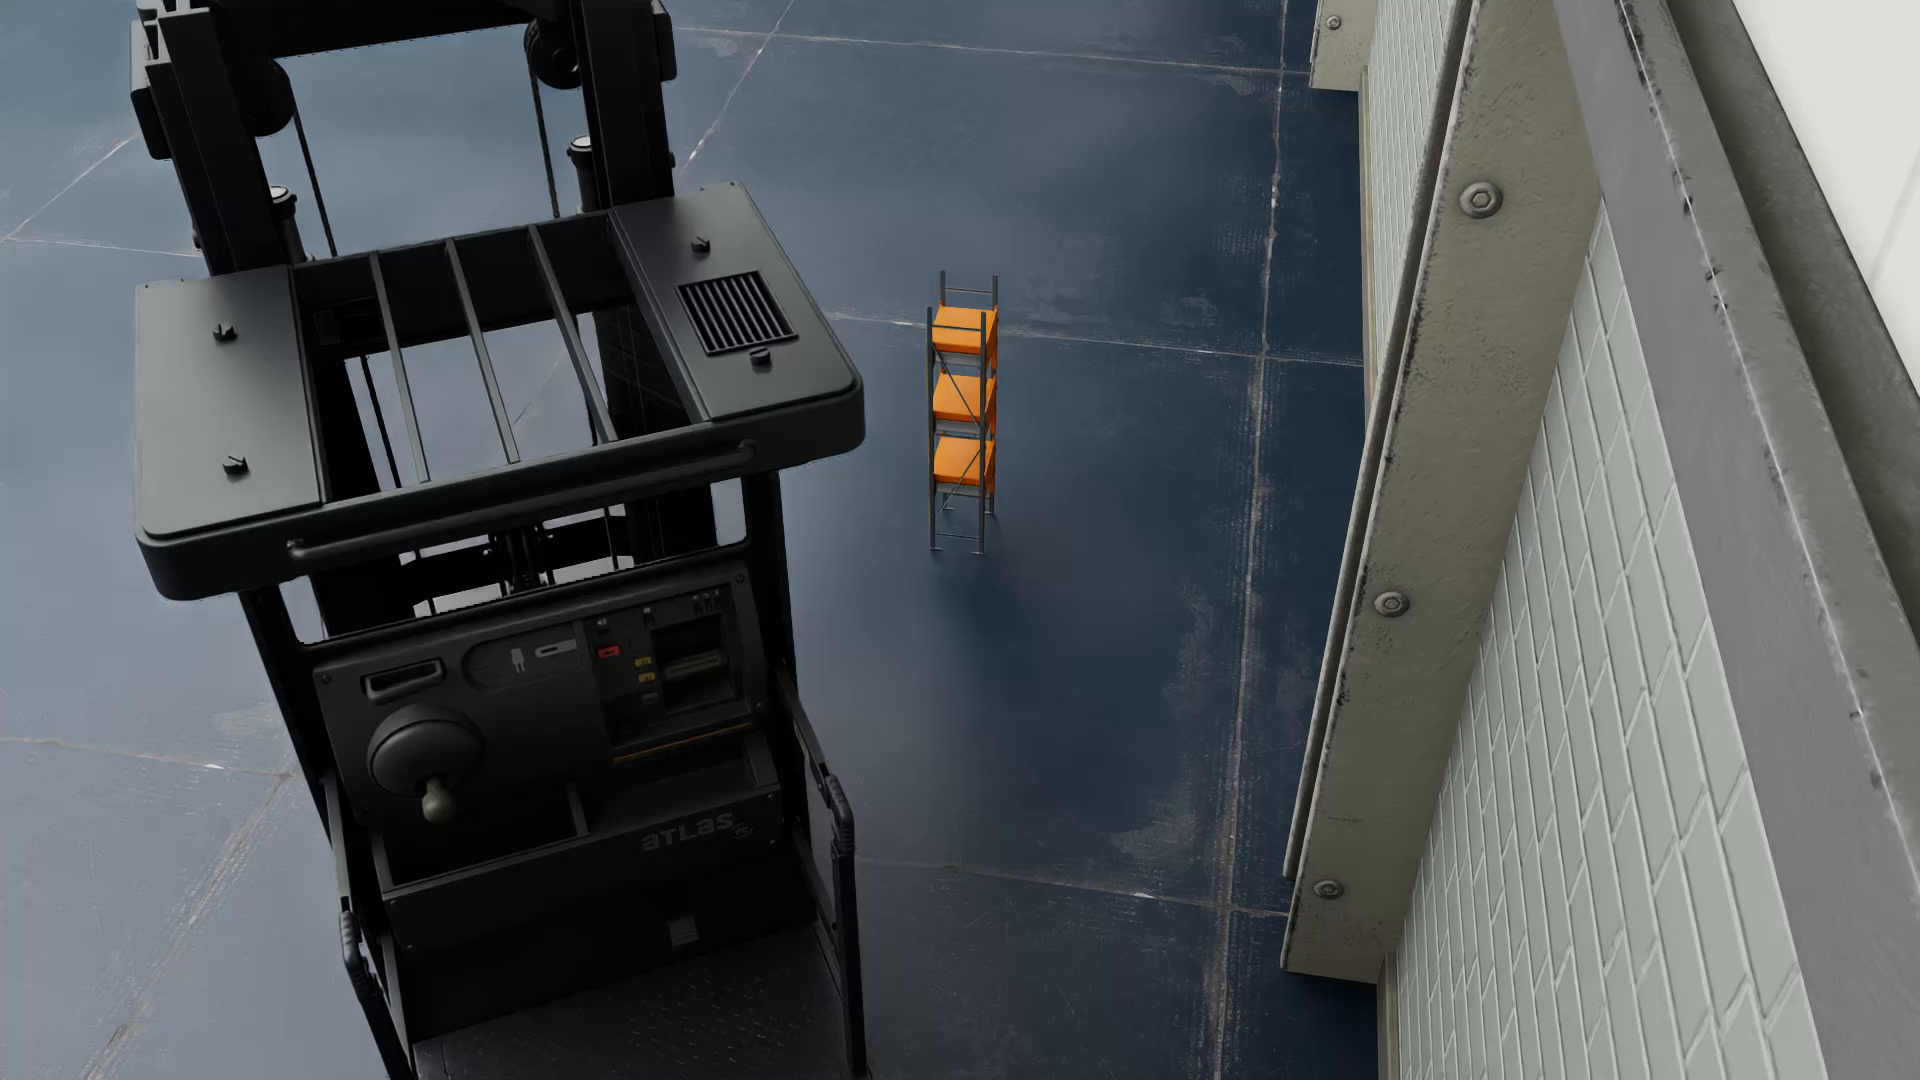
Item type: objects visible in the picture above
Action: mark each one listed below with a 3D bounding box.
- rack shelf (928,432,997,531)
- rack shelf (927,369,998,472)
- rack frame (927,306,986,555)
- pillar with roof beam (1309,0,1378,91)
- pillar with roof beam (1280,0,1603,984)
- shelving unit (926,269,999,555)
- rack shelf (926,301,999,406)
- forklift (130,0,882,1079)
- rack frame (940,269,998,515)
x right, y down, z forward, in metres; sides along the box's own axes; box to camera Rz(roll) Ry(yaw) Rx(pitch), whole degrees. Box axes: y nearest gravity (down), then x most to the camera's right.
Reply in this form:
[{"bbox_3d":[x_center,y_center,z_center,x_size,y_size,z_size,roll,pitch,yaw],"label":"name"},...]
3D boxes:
[{"bbox_3d":[0.009,-0.216,6.140,0.215,0.259,0.240,6,40,8],"label":"rack shelf"},{"bbox_3d":[0.009,-0.430,5.963,0.215,0.259,0.240,6,40,8],"label":"rack shelf"},{"bbox_3d":[-0.012,-0.362,5.863,0.200,1.050,0.008,6,40,8],"label":"rack frame"},{"bbox_3d":[-2.097,-6.585,7.153,9.100,9.000,0.400,6,40,8],"label":"pillar with roof beam"},{"bbox_3d":[-3.136,-2.820,2.598,9.100,9.000,0.400,6,40,8],"label":"pillar with roof beam"},{"bbox_3d":[0.009,-0.438,5.956,0.215,1.050,0.252,6,40,8],"label":"shelving unit"},{"bbox_3d":[0.009,-0.649,5.782,0.215,0.259,0.240,6,40,8],"label":"rack shelf"},{"bbox_3d":[-0.812,0.409,3.456,1.130,2.935,3.031,-14,42,-16],"label":"forklift"},{"bbox_3d":[0.030,-0.515,6.049,0.200,1.050,0.008,6,40,8],"label":"rack frame"}]
